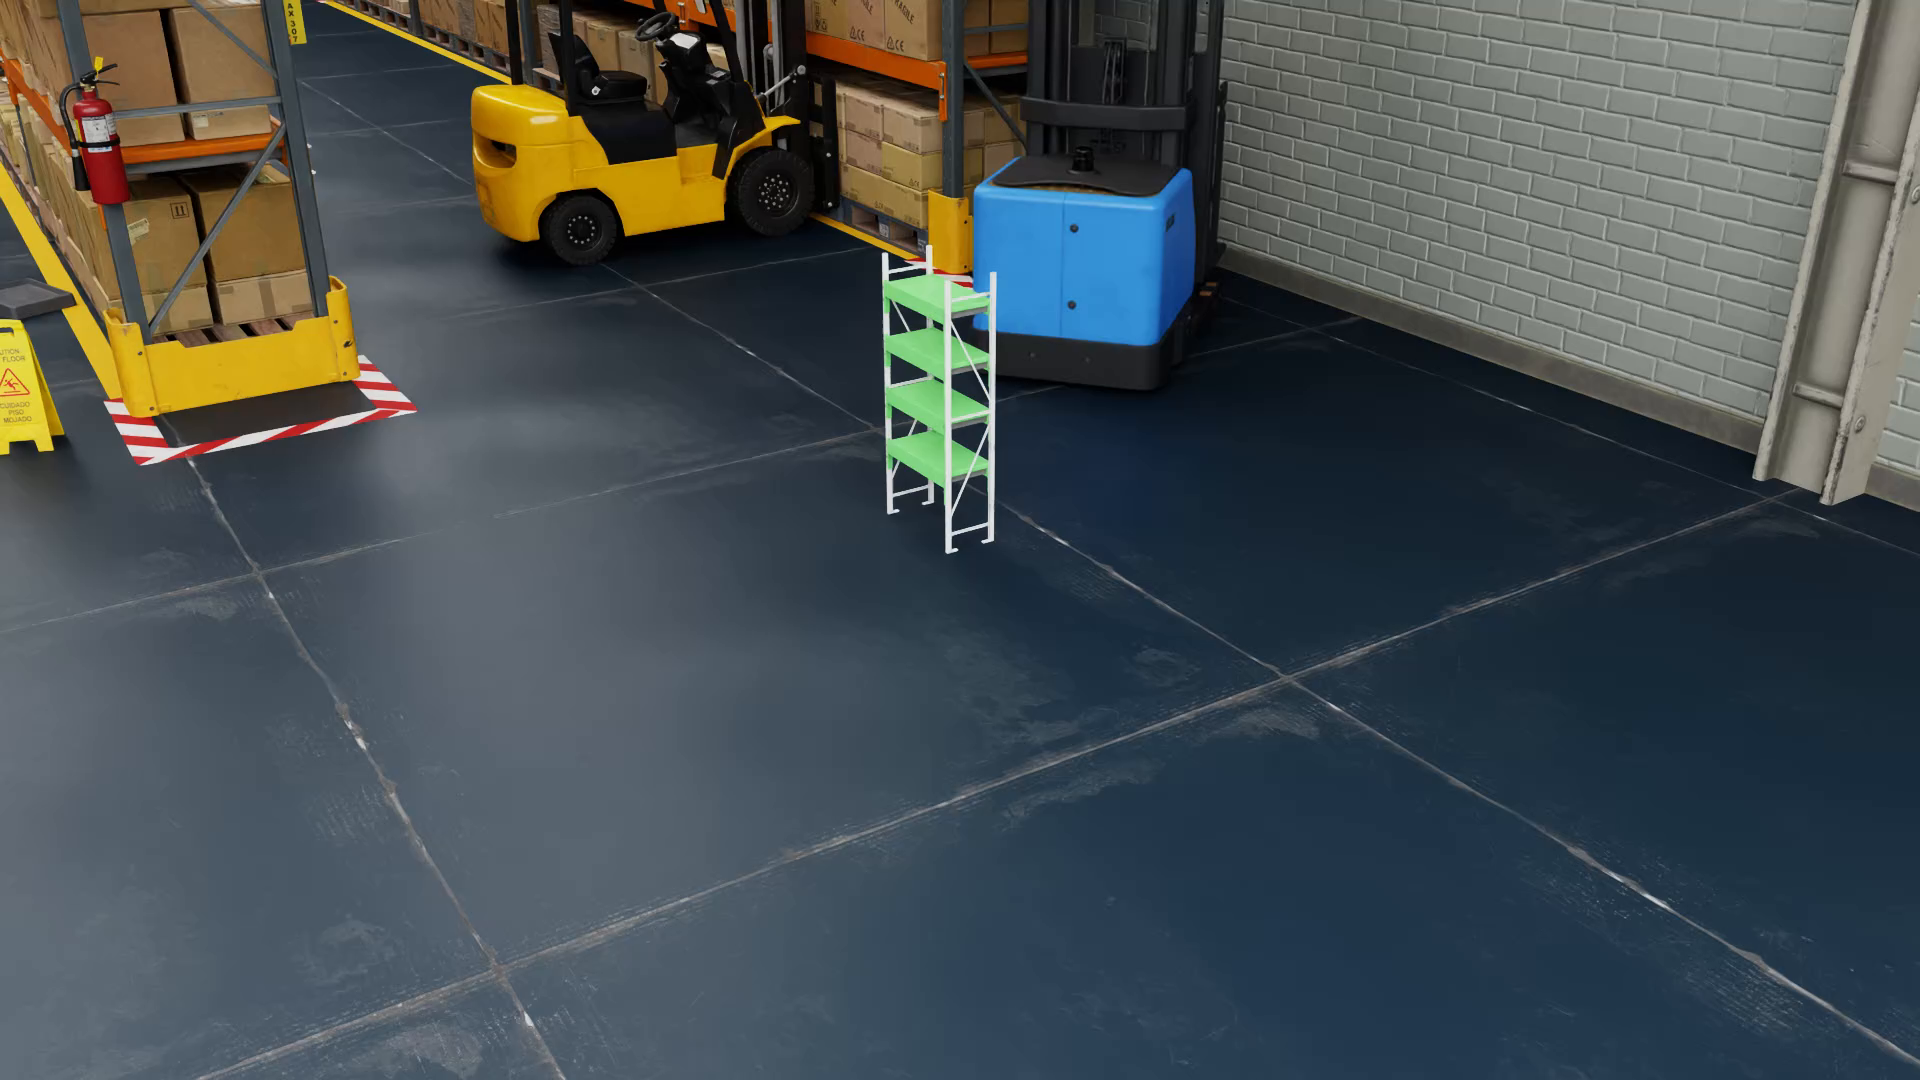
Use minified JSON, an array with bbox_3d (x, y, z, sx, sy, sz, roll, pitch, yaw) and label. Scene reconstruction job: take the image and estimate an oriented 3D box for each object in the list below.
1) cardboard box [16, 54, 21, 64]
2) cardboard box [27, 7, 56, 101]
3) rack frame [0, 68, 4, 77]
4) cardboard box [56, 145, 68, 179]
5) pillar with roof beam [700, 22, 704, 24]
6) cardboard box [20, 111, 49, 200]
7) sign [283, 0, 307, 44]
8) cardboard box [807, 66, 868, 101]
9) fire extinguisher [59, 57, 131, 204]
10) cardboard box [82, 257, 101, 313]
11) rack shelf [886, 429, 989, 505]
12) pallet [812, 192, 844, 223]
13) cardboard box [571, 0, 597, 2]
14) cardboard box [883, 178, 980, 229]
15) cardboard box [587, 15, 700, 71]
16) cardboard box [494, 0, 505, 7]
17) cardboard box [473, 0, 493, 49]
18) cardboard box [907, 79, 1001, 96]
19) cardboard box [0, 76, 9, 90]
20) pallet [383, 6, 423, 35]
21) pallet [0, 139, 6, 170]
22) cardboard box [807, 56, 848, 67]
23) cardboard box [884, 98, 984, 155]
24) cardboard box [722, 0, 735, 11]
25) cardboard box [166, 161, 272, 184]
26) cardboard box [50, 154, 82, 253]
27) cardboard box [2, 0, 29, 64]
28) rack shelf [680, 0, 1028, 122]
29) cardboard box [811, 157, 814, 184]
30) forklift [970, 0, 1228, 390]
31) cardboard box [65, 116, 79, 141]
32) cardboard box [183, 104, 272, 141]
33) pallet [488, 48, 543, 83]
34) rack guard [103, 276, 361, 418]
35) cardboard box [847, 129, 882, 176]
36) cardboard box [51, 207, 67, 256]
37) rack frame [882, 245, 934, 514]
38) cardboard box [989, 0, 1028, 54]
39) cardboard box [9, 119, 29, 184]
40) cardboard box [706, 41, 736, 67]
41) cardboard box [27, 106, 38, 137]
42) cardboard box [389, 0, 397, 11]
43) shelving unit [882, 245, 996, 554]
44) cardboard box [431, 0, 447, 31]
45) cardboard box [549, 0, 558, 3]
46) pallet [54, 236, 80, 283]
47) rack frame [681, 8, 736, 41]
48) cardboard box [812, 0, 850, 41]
[{"bbox_3d":[-5.920,-3.199,10.806,0.380,0.149,0.250,-15,29,-28],"label":"cardboard box"},{"bbox_3d":[-4.618,-2.637,8.857,0.500,0.500,0.500,-15,29,-29],"label":"cardboard box"},{"bbox_3d":[-8.189,-5.009,14.346,1.000,3.000,0.127,-16,29,-30],"label":"rack frame"},{"bbox_3d":[-4.868,-2.158,9.399,0.380,0.149,0.250,-15,29,-29],"label":"cardboard box"},{"bbox_3d":[-6.172,-7.620,12.851,9.100,9.000,0.400,-16,29,-30],"label":"pillar with roof beam"},{"bbox_3d":[-5.909,-2.590,11.073,0.500,0.500,0.500,-14,29,-27],"label":"cardboard box"},{"bbox_3d":[-3.367,-2.665,8.368,0.100,0.325,0.005,-16,29,-30],"label":"sign"},{"bbox_3d":[-1.015,-3.338,12.366,0.500,0.250,0.500,-16,30,-31],"label":"cardboard box"},{"bbox_3d":[-4.145,-1.964,7.987,0.296,0.674,0.183,-16,29,-30],"label":"fire extinguisher"},{"bbox_3d":[-4.764,-1.507,9.658,0.500,0.250,0.500,-15,29,-29],"label":"cardboard box"},{"bbox_3d":[-0.090,-0.327,7.249,0.258,0.148,0.480,-16,29,-30],"label":"rack shelf"},{"bbox_3d":[-0.779,-2.744,12.816,1.003,0.211,1.213,-16,29,-30],"label":"pallet"},{"bbox_3d":[-4.055,-5.779,17.654,0.380,0.149,0.250,-14,29,-27],"label":"cardboard box"},{"bbox_3d":[-0.186,-2.346,11.435,0.500,0.250,0.500,-15,29,-29],"label":"cardboard box"},{"bbox_3d":[-2.972,-4.584,15.736,0.875,0.625,0.625,-17,30,-32],"label":"cardboard box"},{"bbox_3d":[-4.689,-5.728,17.546,0.380,0.149,0.250,-17,30,-32],"label":"cardboard box"},{"bbox_3d":[-4.995,-5.695,18.237,0.500,0.500,0.500,-14,29,-27],"label":"cardboard box"},{"bbox_3d":[-0.044,-3.098,11.856,0.500,0.250,0.500,-15,29,-29],"label":"cardboard box"},{"bbox_3d":[-7.888,-3.806,14.385,0.950,0.372,0.625,-18,31,-33],"label":"cardboard box"},{"bbox_3d":[-6.589,-6.582,20.946,1.003,0.211,1.213,-16,29,-30],"label":"pallet"},{"bbox_3d":[-7.763,-3.468,14.349,1.003,0.211,1.213,-16,29,-30],"label":"pallet"},{"bbox_3d":[-0.863,-3.642,13.009,0.500,0.250,0.500,-15,29,-29],"label":"cardboard box"},{"bbox_3d":[-0.177,-2.796,11.217,0.500,0.250,0.500,-14,29,-28],"label":"cardboard box"},{"bbox_3d":[-1.526,-4.379,12.896,0.500,0.500,0.500,-15,29,-29],"label":"cardboard box"},{"bbox_3d":[-4.332,-1.980,9.782,0.500,0.500,0.500,-17,30,-31],"label":"cardboard box"},{"bbox_3d":[-5.035,-2.027,9.880,0.500,0.500,0.500,-16,30,-31],"label":"cardboard box"},{"bbox_3d":[-5.442,-3.179,10.004,0.500,0.500,0.500,-16,30,-30],"label":"cardboard box"},{"bbox_3d":[-0.756,-3.695,12.407,1.077,0.370,4.000,-16,29,-30],"label":"rack shelf"},{"bbox_3d":[-1.017,-2.888,12.583,0.500,0.250,0.500,-15,29,-28],"label":"cardboard box"},{"bbox_3d":[0.991,-2.720,9.578,1.130,2.935,3.031,8,26,16],"label":"forklift"},{"bbox_3d":[-4.436,-2.182,8.653,0.380,0.149,0.250,-16,30,-30],"label":"cardboard box"},{"bbox_3d":[-3.833,-2.203,8.698,0.380,0.149,0.250,-15,29,-29],"label":"cardboard box"},{"bbox_3d":[-4.408,-5.182,17.979,1.003,0.211,1.213,-16,29,-30],"label":"pallet"},{"bbox_3d":[-3.863,-1.044,8.876,1.175,0.500,0.348,-16,29,-30],"label":"rack guard"},{"bbox_3d":[-0.457,-2.761,11.728,0.500,0.250,0.500,-16,30,-30],"label":"cardboard box"},{"bbox_3d":[-5.608,-2.062,10.834,0.500,0.250,0.500,-14,29,-27],"label":"cardboard box"},{"bbox_3d":[-0.224,-0.689,7.304,0.240,1.200,0.015,-16,29,-30],"label":"rack frame"},{"bbox_3d":[0.298,-3.593,11.229,0.500,0.500,0.500,-14,29,-28],"label":"cardboard box"},{"bbox_3d":[-6.689,-3.023,12.726,0.950,0.372,0.625,-14,28,-26],"label":"cardboard box"},{"bbox_3d":[-1.847,-3.889,13.531,0.500,0.250,0.500,-16,30,-30],"label":"cardboard box"},{"bbox_3d":[-5.609,-2.641,10.421,0.380,0.149,0.250,-14,29,-28],"label":"cardboard box"},{"bbox_3d":[-6.960,-6.810,20.872,0.396,0.266,0.258,-14,29,-28],"label":"cardboard box"},{"bbox_3d":[-0.090,-0.602,7.119,0.258,1.200,0.503,-16,29,-30],"label":"shelving unit"},{"bbox_3d":[-5.841,-6.243,19.398,0.500,0.500,0.500,-16,30,-30],"label":"cardboard box"},{"bbox_3d":[-4.278,-5.622,18.083,0.500,0.500,0.500,-15,29,-29],"label":"cardboard box"},{"bbox_3d":[-5.609,-2.085,11.419,1.003,0.211,1.213,-16,29,-30],"label":"pallet"},{"bbox_3d":[-1.848,-4.736,13.769,1.000,3.000,0.127,-16,29,-30],"label":"rack frame"},{"bbox_3d":[-0.709,-3.836,11.746,0.500,0.500,0.500,-16,30,-31],"label":"cardboard box"}]
